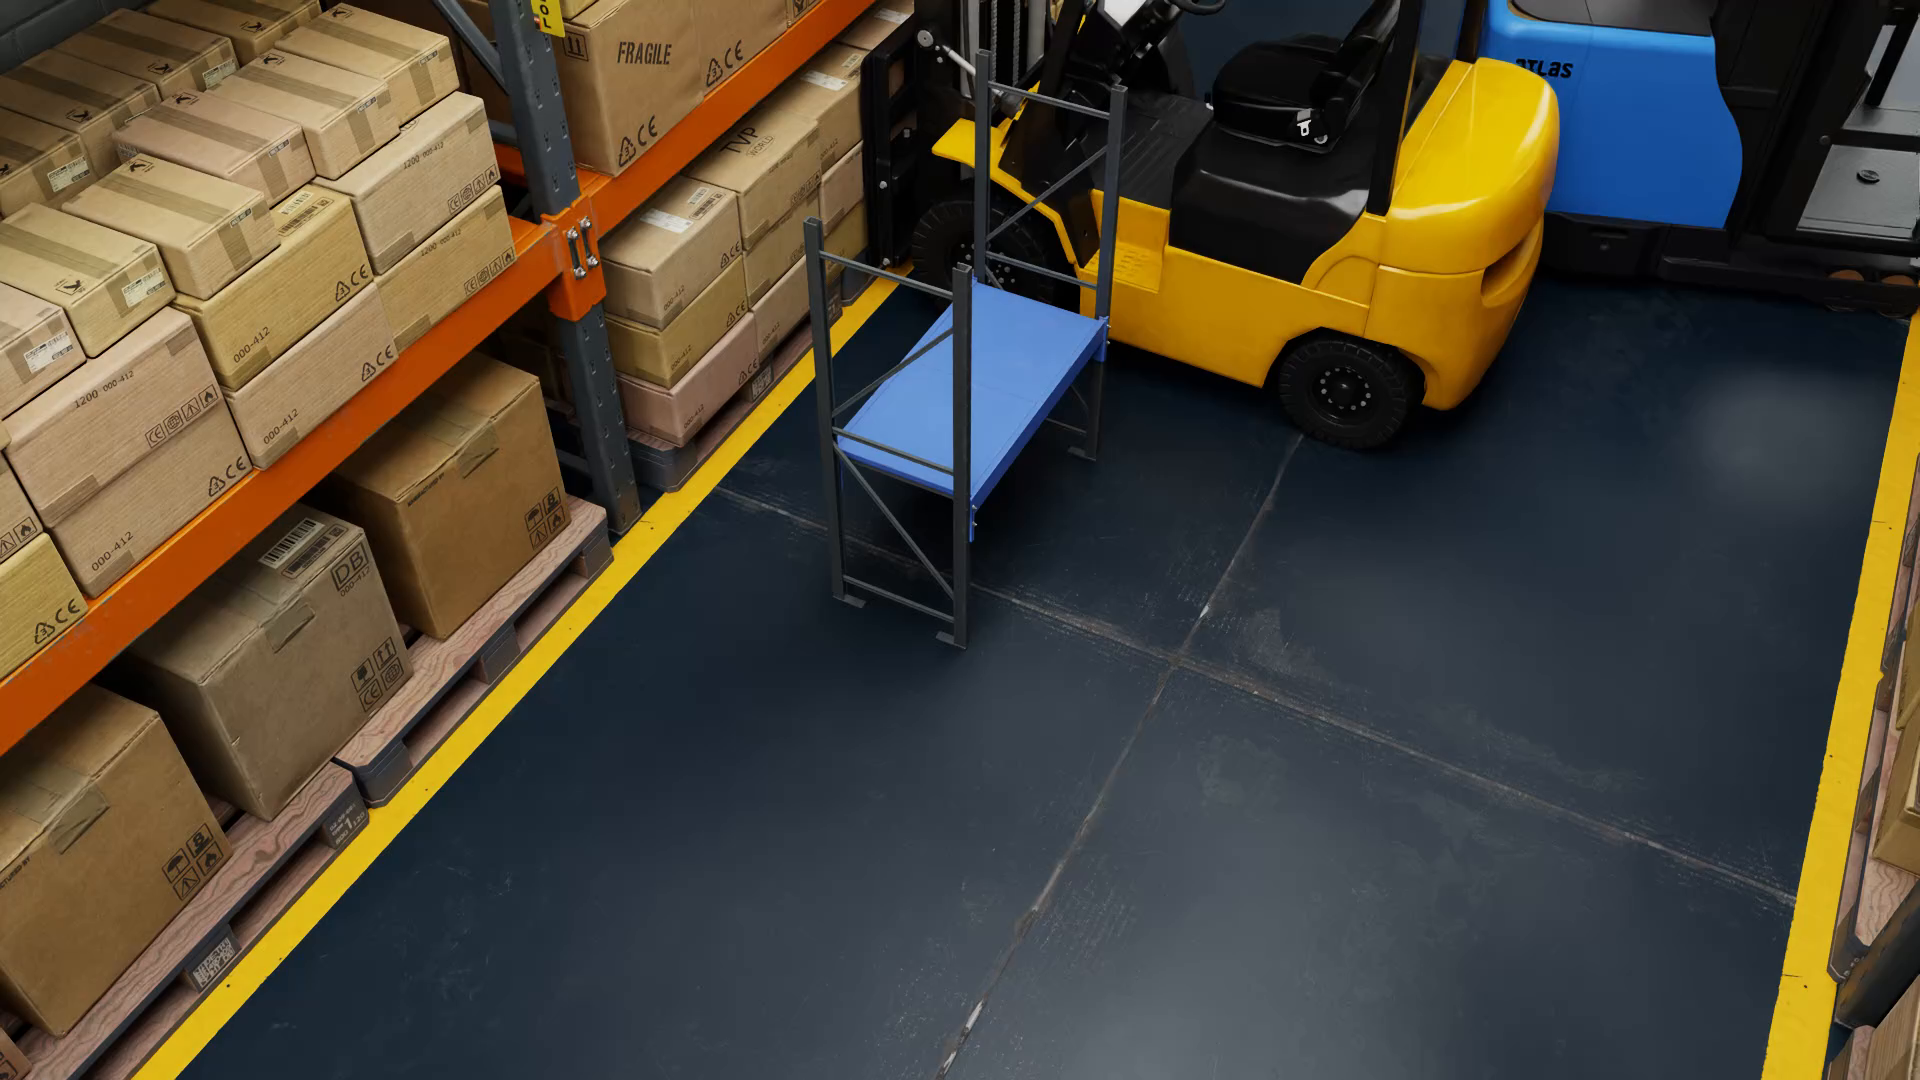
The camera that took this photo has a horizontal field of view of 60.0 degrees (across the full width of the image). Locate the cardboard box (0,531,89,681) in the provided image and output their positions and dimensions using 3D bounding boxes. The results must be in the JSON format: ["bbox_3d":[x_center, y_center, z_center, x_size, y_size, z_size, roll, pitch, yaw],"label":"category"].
[{"bbox_3d":[-2.305,0.140,3.608,0.500,0.250,0.500,22,49,20],"label":"cardboard box"}]

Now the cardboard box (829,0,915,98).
[{"bbox_3d":[-0.363,-1.963,6.517,0.500,0.250,0.500,20,49,18],"label":"cardboard box"}]

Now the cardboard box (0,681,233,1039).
[{"bbox_3d":[-2.530,0.714,4.309,0.875,0.625,0.625,19,48,17],"label":"cardboard box"}]

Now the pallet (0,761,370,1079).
[{"bbox_3d":[-2.456,0.963,4.650,1.003,0.211,1.213,20,49,19],"label":"pallet"}]

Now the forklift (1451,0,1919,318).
[{"bbox_3d":[3.530,-2.328,5.990,3.031,2.935,1.130,8,46,8],"label":"forklift"}]

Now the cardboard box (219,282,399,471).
[{"bbox_3d":[-1.814,-0.491,4.231,0.500,0.250,0.500,20,49,19],"label":"cardboard box"}]

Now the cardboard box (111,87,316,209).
[{"bbox_3d":[-1.809,-0.935,4.039,0.380,0.149,0.250,20,49,19],"label":"cardboard box"}]

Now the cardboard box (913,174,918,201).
[{"bbox_3d":[-0.366,-1.609,6.870,0.500,0.250,0.500,22,49,20],"label":"cardboard box"}]

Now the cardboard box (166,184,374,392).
[{"bbox_3d":[-1.817,-0.668,4.056,0.500,0.250,0.500,19,48,18],"label":"cardboard box"}]

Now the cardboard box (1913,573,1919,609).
[{"bbox_3d":[3.330,0.071,5.209,0.500,0.250,0.500,21,49,20],"label":"cardboard box"}]

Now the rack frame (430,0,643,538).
[{"bbox_3d":[-1.584,-1.266,4.892,1.000,3.000,0.127,20,49,19],"label":"rack frame"}]

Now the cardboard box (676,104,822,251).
[{"bbox_3d":[-0.835,-1.318,5.879,0.500,0.250,0.500,21,49,19],"label":"cardboard box"}]

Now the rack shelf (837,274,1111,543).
[{"bbox_3d":[0.040,-0.455,5.398,0.538,0.185,1.000,20,49,19],"label":"rack shelf"}]

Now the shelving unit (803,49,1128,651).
[{"bbox_3d":[0.040,-0.581,5.270,0.538,1.500,1.048,20,49,19],"label":"shelving unit"}]

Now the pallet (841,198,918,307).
[{"bbox_3d":[-0.612,-1.544,7.128,1.003,0.211,1.213,20,49,19],"label":"pallet"}]

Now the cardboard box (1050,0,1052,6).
[{"bbox_3d":[0.082,-2.420,7.319,0.500,0.250,0.500,20,49,19],"label":"cardboard box"}]

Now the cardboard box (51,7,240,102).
[{"bbox_3d":[-2.108,-1.227,4.327,0.380,0.149,0.250,19,48,18],"label":"cardboard box"}]

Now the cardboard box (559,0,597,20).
[{"bbox_3d":[-1.203,-1.643,4.738,0.380,0.149,0.250,20,49,18],"label":"cardboard box"}]

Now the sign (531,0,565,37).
[{"bbox_3d":[-1.098,-1.472,4.337,0.100,0.325,0.005,20,49,19],"label":"sign"}]

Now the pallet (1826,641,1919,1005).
[{"bbox_3d":[3.095,0.916,4.696,1.003,0.211,1.213,20,49,19],"label":"pallet"}]

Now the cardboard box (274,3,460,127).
[{"bbox_3d":[-1.545,-1.240,4.341,0.380,0.149,0.250,22,49,20],"label":"cardboard box"}]

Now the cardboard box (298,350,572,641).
[{"bbox_3d":[-1.816,-0.246,5.259,0.875,0.625,0.625,23,50,21],"label":"cardboard box"}]

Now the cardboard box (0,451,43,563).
[{"bbox_3d":[-2.311,-0.037,3.431,0.500,0.250,0.500,21,49,20],"label":"cardboard box"}]

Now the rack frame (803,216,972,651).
[{"bbox_3d":[-0.196,-0.261,4.953,0.500,1.500,0.032,20,49,19],"label":"rack frame"}]

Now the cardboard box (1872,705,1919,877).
[{"bbox_3d":[2.851,0.729,4.559,0.500,0.250,0.500,23,50,21],"label":"cardboard box"}]

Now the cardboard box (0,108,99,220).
[{"bbox_3d":[-2.325,-0.902,4.006,0.380,0.149,0.250,20,49,19],"label":"cardboard box"}]

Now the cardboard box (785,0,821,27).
[{"bbox_3d":[-0.685,-2.147,5.693,0.500,0.500,0.500,20,49,19],"label":"cardboard box"}]

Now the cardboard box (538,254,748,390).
[{"bbox_3d":[-1.086,-0.825,5.743,0.500,0.250,0.500,20,49,19],"label":"cardboard box"}]

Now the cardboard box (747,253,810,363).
[{"bbox_3d":[-0.844,-0.967,6.235,0.500,0.250,0.500,19,48,18],"label":"cardboard box"}]

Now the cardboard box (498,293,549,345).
[{"bbox_3d":[-1.539,-0.997,5.913,0.500,0.250,0.500,19,48,18],"label":"cardboard box"}]

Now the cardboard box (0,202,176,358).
[{"bbox_3d":[-1.991,-0.581,3.689,0.380,0.149,0.250,19,48,18],"label":"cardboard box"}]

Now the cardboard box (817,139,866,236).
[{"bbox_3d":[-0.610,-1.456,6.367,0.500,0.250,0.500,20,49,19],"label":"cardboard box"}]

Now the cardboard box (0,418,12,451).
[{"bbox_3d":[-2.167,-0.233,3.345,0.380,0.149,0.250,19,48,18],"label":"cardboard box"}]

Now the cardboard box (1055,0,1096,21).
[{"bbox_3d":[0.335,-2.566,7.815,0.500,0.250,0.500,21,49,19],"label":"cardboard box"}]

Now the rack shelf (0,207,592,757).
[{"bbox_3d":[-2.512,0.247,3.903,1.077,0.370,4.000,20,49,19],"label":"rack shelf"}]

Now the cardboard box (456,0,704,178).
[{"bbox_3d":[-1.146,-1.494,5.047,0.500,0.500,0.500,19,48,18],"label":"cardboard box"}]
